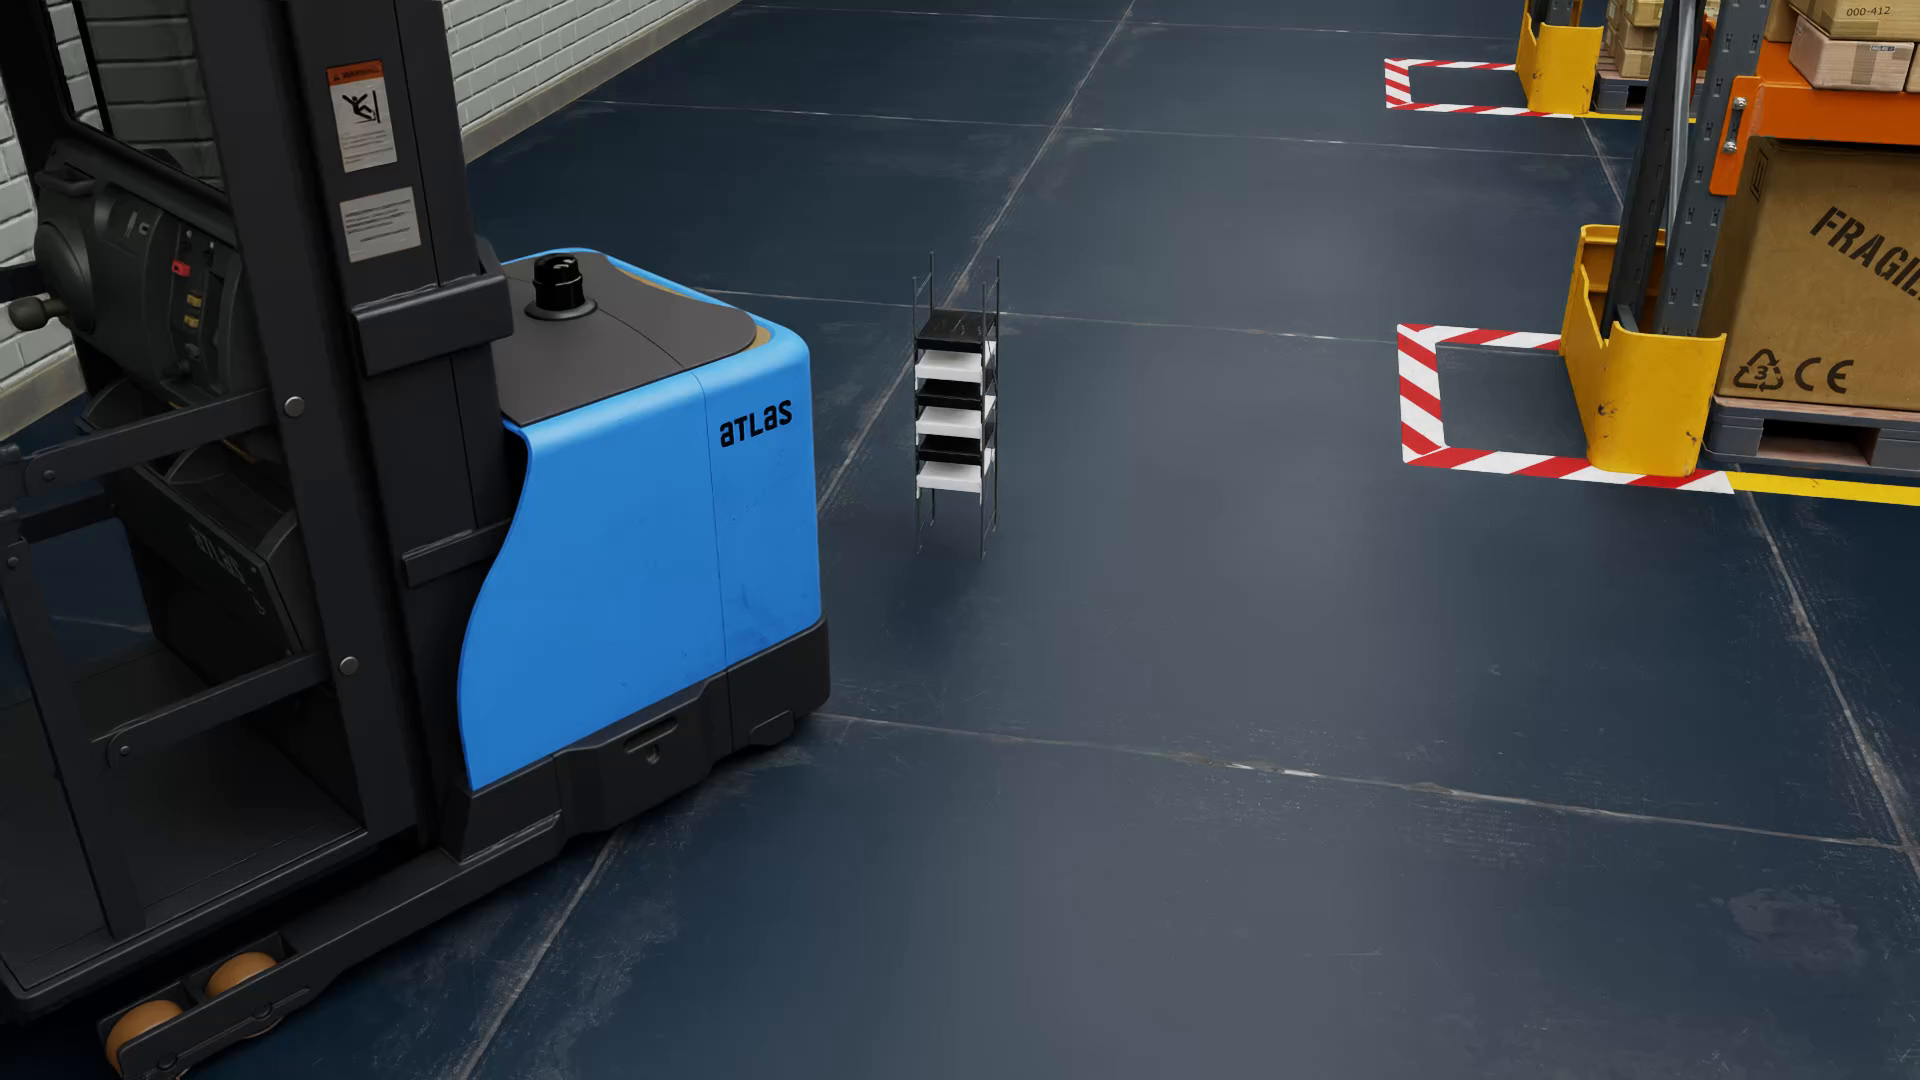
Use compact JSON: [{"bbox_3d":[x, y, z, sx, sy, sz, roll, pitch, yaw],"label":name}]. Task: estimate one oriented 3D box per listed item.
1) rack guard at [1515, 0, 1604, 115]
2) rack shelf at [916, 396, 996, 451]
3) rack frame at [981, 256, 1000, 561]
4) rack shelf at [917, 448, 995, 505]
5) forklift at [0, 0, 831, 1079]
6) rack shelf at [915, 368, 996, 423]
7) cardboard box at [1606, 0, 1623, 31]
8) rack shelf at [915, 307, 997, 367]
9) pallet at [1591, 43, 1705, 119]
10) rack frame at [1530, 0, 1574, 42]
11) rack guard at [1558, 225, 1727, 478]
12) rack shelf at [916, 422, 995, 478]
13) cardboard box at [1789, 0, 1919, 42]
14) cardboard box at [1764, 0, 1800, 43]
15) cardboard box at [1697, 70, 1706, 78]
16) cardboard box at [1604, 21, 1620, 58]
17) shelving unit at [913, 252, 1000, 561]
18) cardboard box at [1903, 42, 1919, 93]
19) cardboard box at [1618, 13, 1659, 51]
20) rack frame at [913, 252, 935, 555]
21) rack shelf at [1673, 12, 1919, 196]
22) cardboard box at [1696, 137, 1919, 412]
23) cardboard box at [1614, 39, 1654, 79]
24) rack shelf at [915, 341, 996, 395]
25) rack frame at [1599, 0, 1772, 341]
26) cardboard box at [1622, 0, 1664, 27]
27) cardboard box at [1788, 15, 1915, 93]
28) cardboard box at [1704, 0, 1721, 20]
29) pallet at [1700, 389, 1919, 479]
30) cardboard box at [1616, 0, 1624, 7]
[{"bbox_3d":[3.680,-3.025,10.255,0.348,0.500,1.175,6,29,11],"label":"rack guard"},{"bbox_3d":[-0.008,-0.366,5.051,0.200,0.077,0.258,6,29,11],"label":"rack shelf"},{"bbox_3d":[0.091,-0.385,5.017,0.006,0.900,0.240,6,29,11],"label":"rack frame"},{"bbox_3d":[-0.008,-0.208,5.138,0.200,0.077,0.258,6,29,11],"label":"rack shelf"},{"bbox_3d":[-1.737,-0.487,3.087,3.031,2.935,1.130,-26,38,-38],"label":"forklift"},{"bbox_3d":[-0.008,-0.445,5.008,0.200,0.077,0.258,6,29,11],"label":"rack shelf"},{"bbox_3d":[4.182,-3.274,10.329,0.250,0.149,0.380,5,29,9],"label":"cardboard box"},{"bbox_3d":[-0.008,-0.603,4.922,0.200,0.077,0.258,6,29,11],"label":"rack shelf"},{"bbox_3d":[4.467,-2.800,10.145,1.213,0.211,1.003,6,29,11],"label":"pallet"},{"bbox_3d":[3.606,-4.129,9.668,0.127,3.000,1.000,6,29,11],"label":"rack frame"},{"bbox_3d":[2.448,-0.716,6.037,0.348,0.500,1.175,6,29,11],"label":"rack guard"},{"bbox_3d":[-0.008,-0.287,5.095,0.200,0.077,0.258,6,29,11],"label":"rack shelf"},{"bbox_3d":[2.884,-1.700,5.077,0.500,0.250,0.500,5,29,9],"label":"cardboard box"},{"bbox_3d":[2.888,-1.819,5.710,0.250,0.149,0.380,6,29,12],"label":"cardboard box"},{"bbox_3d":[4.325,-2.872,9.904,0.250,0.149,0.380,6,29,10],"label":"cardboard box"},{"bbox_3d":[4.164,-3.108,10.335,0.250,0.149,0.380,6,29,11],"label":"cardboard box"},{"bbox_3d":[-0.008,-0.396,5.035,0.210,0.900,0.258,6,29,11],"label":"shelving unit"},{"bbox_3d":[3.001,-1.484,5.099,0.250,0.149,0.380,5,29,10],"label":"cardboard box"},{"bbox_3d":[4.065,-3.020,9.864,0.250,0.149,0.380,7,29,13],"label":"cardboard box"},{"bbox_3d":[-0.107,-0.406,5.054,0.006,0.900,0.240,6,29,11],"label":"rack frame"},{"bbox_3d":[4.427,-1.294,5.239,4.000,0.370,1.077,6,29,11],"label":"rack shelf"},{"bbox_3d":[3.114,-1.035,5.793,0.875,0.875,0.875,6,29,11],"label":"cardboard box"},{"bbox_3d":[4.051,-2.860,9.882,0.250,0.149,0.380,6,29,12],"label":"cardboard box"},{"bbox_3d":[-0.008,-0.524,4.965,0.200,0.077,0.258,6,29,11],"label":"rack shelf"},{"bbox_3d":[2.471,-1.810,5.432,0.127,3.000,1.000,6,29,11],"label":"rack frame"},{"bbox_3d":[4.047,-3.112,9.722,0.250,0.149,0.380,5,29,8],"label":"cardboard box"},{"bbox_3d":[2.750,-1.509,5.144,0.250,0.149,0.380,6,29,11],"label":"cardboard box"},{"bbox_3d":[4.342,-3.140,9.775,0.250,0.149,0.380,6,29,11],"label":"cardboard box"},{"bbox_3d":[3.270,-0.543,6.022,1.213,0.211,1.003,6,29,11],"label":"pallet"},{"bbox_3d":[4.177,-3.390,10.230,0.250,0.149,0.380,6,29,11],"label":"cardboard box"}]
